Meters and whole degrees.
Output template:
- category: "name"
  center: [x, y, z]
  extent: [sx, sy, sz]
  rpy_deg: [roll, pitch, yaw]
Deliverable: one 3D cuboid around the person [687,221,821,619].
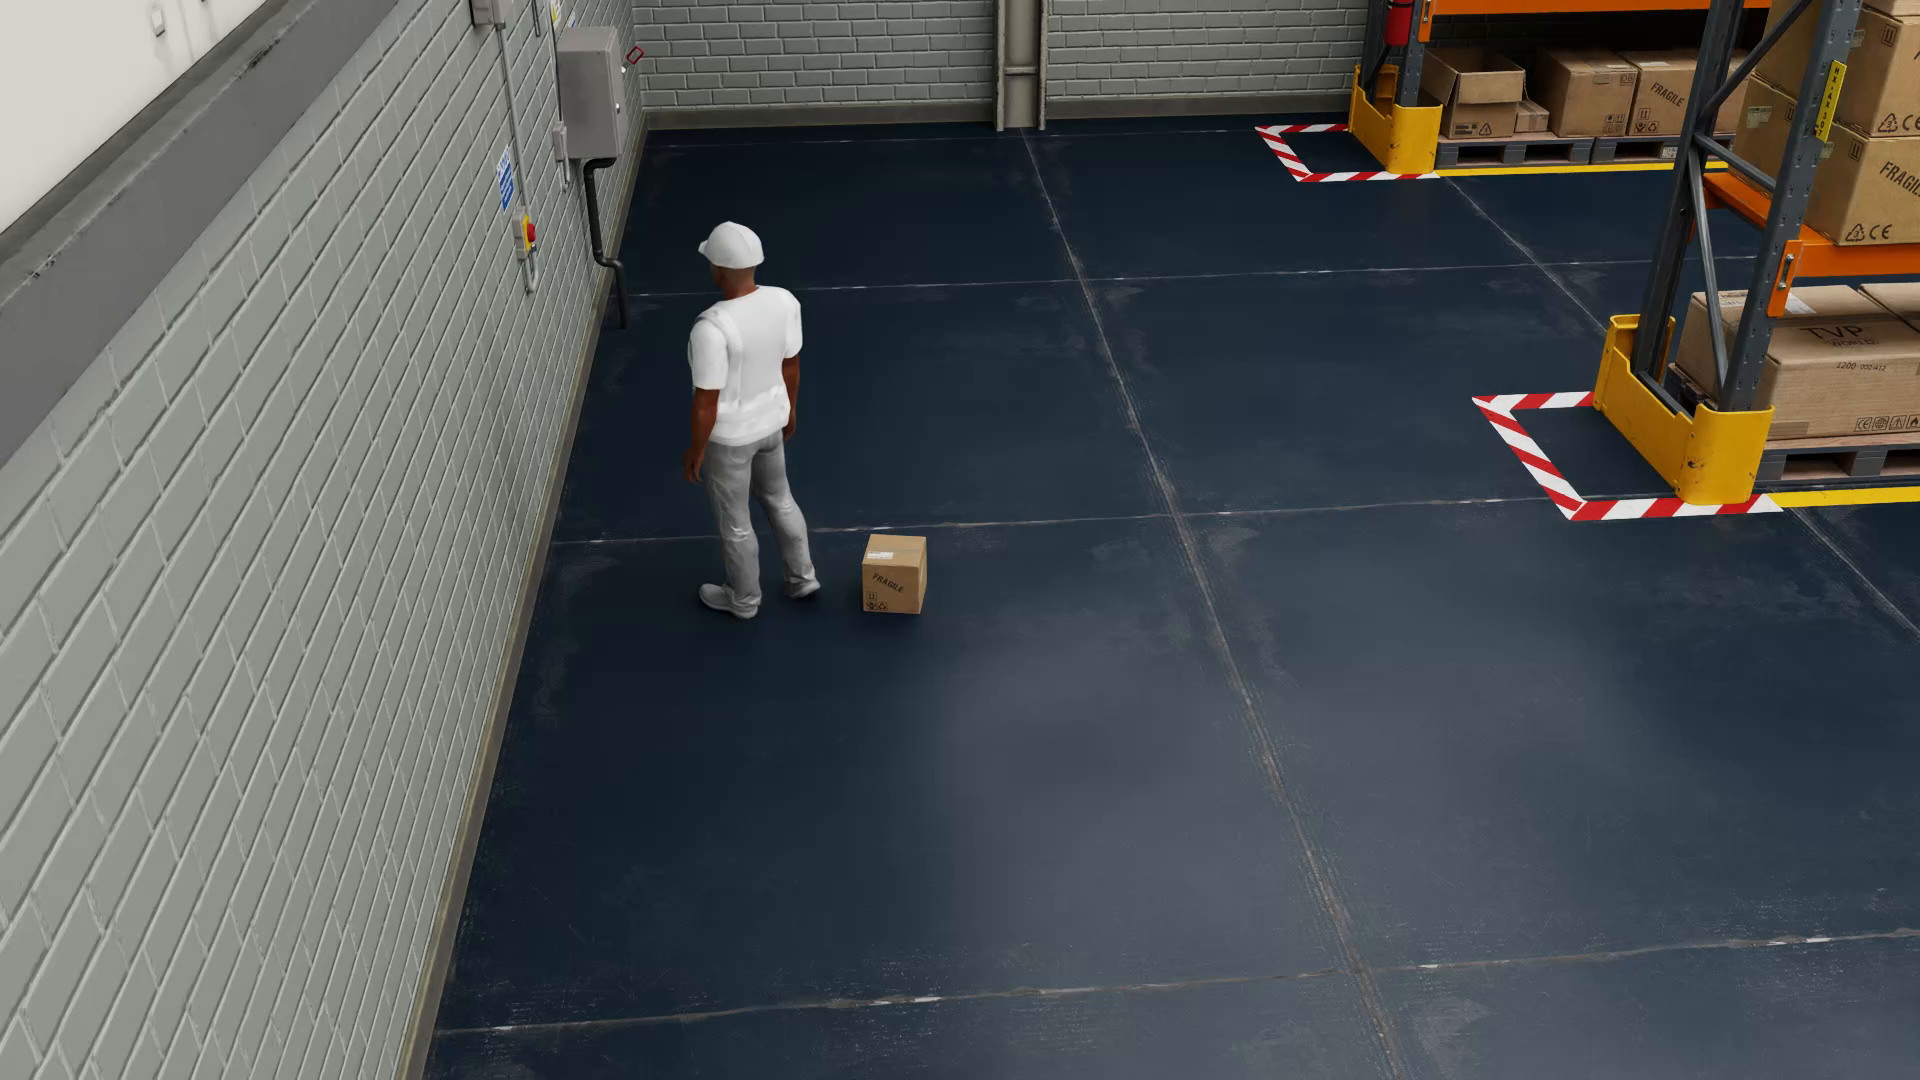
- category: "person"
  center: [-0.922, -0.443, 6.921]
  extent: [0.438, 1.848, 0.562]
  rpy_deg: [22, 37, 32]
